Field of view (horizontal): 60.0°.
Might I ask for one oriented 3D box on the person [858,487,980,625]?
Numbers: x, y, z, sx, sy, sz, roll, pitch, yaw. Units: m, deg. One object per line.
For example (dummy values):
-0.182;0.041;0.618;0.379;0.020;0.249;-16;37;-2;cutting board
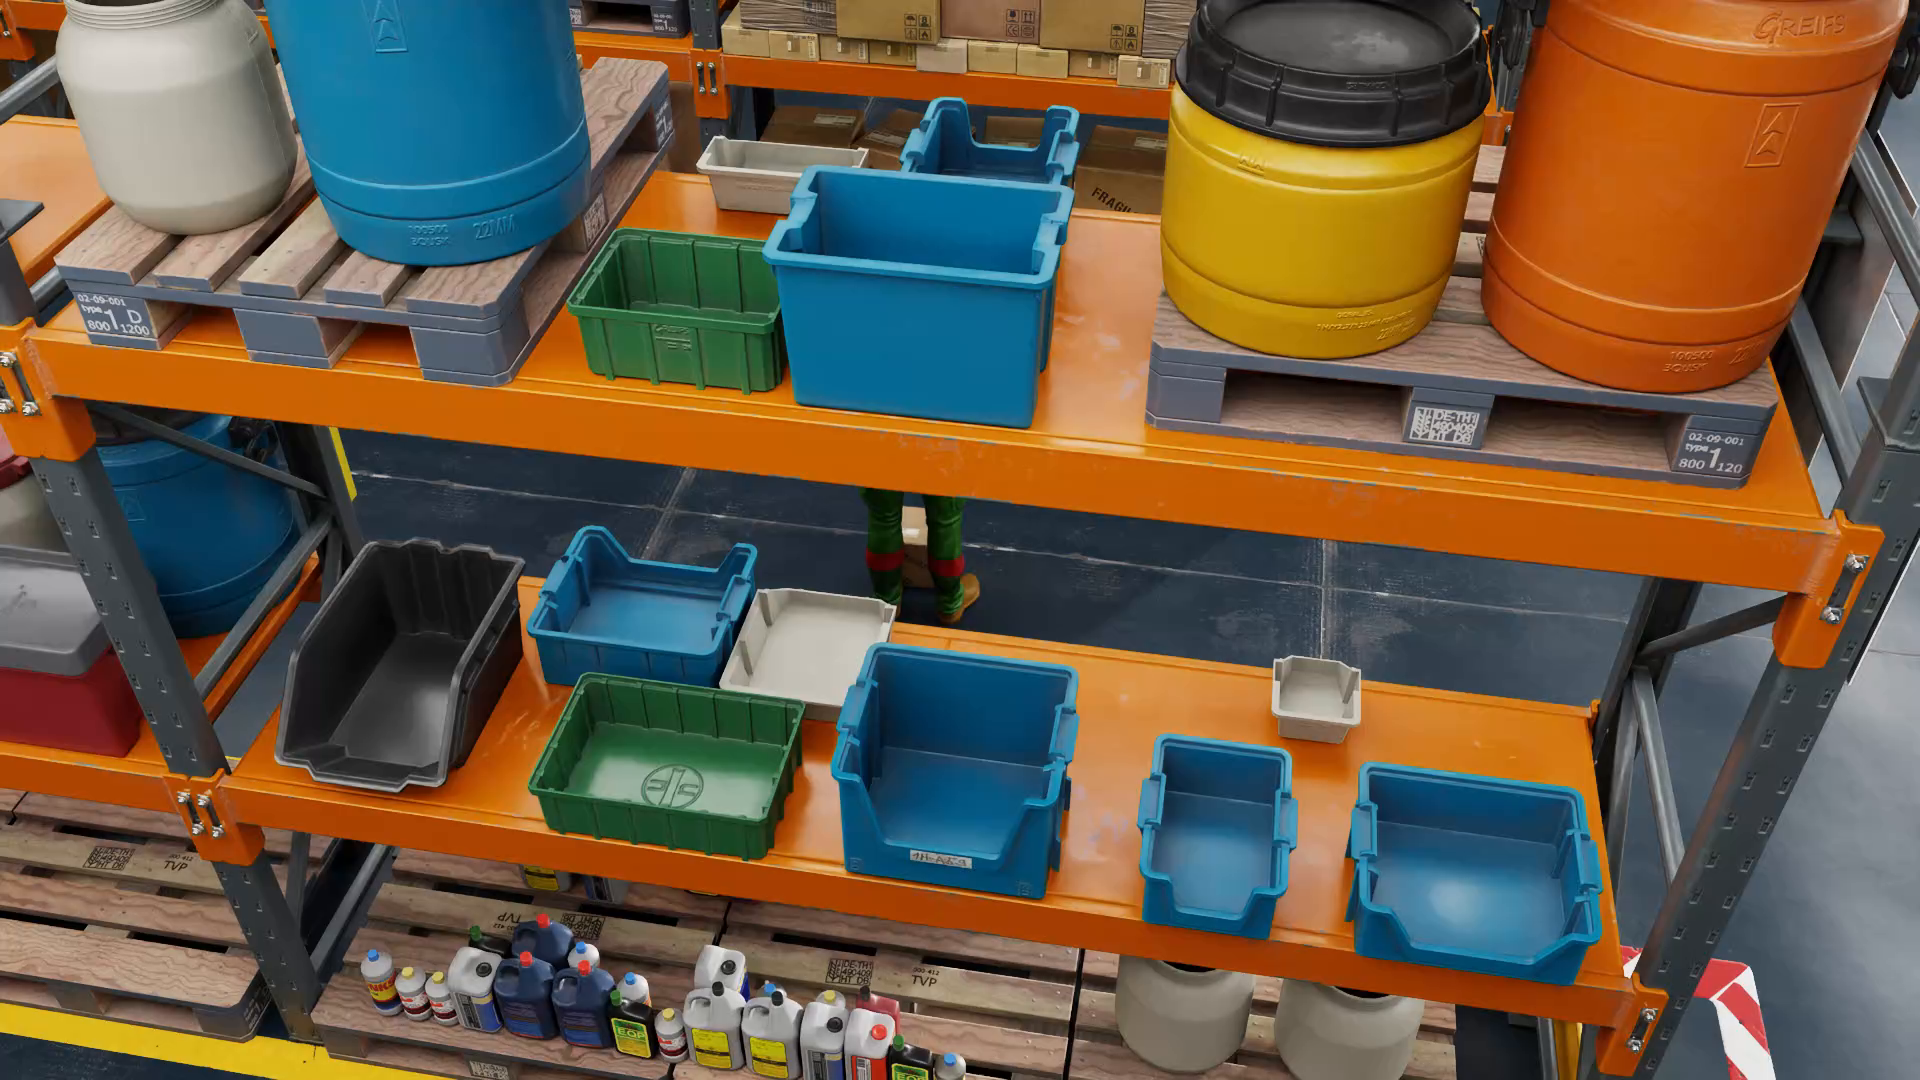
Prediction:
-0.202;-0.404;6.625;0.606;1.777;0.454;5;40;6;person
